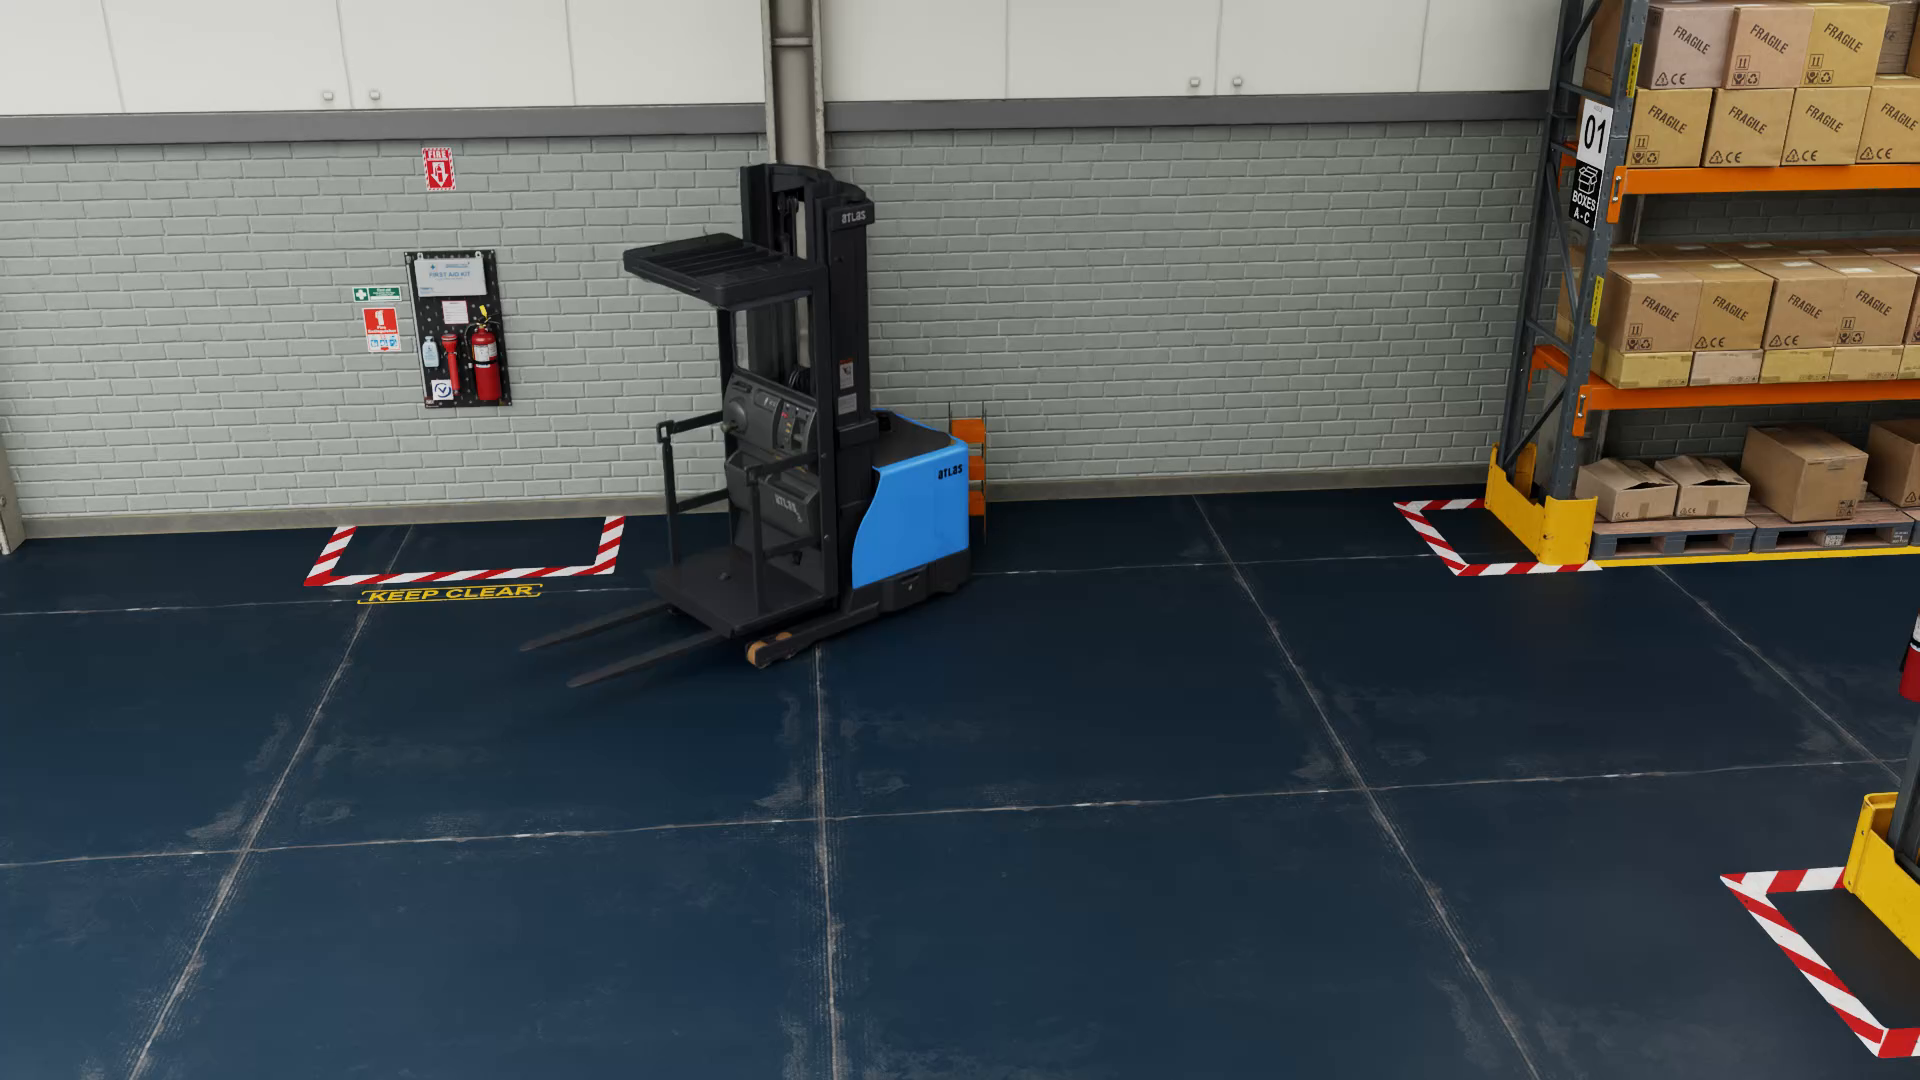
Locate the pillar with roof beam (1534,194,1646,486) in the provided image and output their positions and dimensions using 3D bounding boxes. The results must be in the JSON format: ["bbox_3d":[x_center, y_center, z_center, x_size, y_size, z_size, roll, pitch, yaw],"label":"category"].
[{"bbox_3d":[5.251,-2.805,7.541,0.400,9.000,9.100,-2,24,-5],"label":"pillar with roof beam"}]

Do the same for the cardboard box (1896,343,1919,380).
[{"bbox_3d":[6.759,-1.342,11.796,0.500,0.250,0.500,-2,24,-5],"label":"cardboard box"}]

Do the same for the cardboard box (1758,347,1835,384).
[{"bbox_3d":[5.756,-1.302,11.706,0.500,0.250,0.500,-3,24,-6],"label":"cardboard box"}]

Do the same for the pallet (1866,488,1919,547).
[{"bbox_3d":[7.532,-0.270,12.658,1.213,0.211,1.003,-2,24,-5],"label":"pallet"}]

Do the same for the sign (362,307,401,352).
[{"bbox_3d":[-4.167,-1.516,11.985,0.234,0.329,0.001,-2,24,-5],"label":"sign"}]

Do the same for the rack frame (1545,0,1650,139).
[{"bbox_3d":[4.216,-4.167,10.606,0.127,3.000,1.000,-2,24,-5],"label":"rack frame"}]

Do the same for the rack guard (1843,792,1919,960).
[{"bbox_3d":[4.682,1.720,7.826,0.348,0.500,1.175,-2,24,-5],"label":"rack guard"}]

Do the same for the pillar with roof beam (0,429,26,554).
[{"bbox_3d":[-6.691,-2.326,6.463,0.400,9.000,9.100,-2,24,-5],"label":"pillar with roof beam"}]

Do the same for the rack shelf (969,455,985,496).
[{"bbox_3d":[0.053,-0.472,12.106,0.240,0.259,0.215,-2,24,-5],"label":"rack shelf"}]

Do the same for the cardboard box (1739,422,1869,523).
[{"bbox_3d":[6.215,-0.508,12.295,0.500,0.500,0.700,-4,24,-8],"label":"cardboard box"}]

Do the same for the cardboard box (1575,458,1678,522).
[{"bbox_3d":[4.913,-0.389,12.262,0.500,0.311,0.500,-5,24,-11],"label":"cardboard box"}]

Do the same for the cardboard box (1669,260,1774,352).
[{"bbox_3d":[5.213,-1.622,11.504,0.500,0.500,0.500,-2,24,-5],"label":"cardboard box"}]

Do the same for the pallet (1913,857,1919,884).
[{"bbox_3d":[5.463,1.803,7.994,1.213,0.211,1.003,-2,24,-5],"label":"pallet"}]

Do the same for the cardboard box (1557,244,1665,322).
[{"bbox_3d":[4.664,-1.814,11.935,0.500,0.500,0.500,-3,24,-6],"label":"cardboard box"}]

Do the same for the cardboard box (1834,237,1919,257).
[{"bbox_3d":[6.697,-1.898,12.123,0.500,0.500,0.500,-2,24,-4],"label":"cardboard box"}]

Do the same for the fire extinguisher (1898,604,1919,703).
[{"bbox_3d":[4.543,0.429,7.748,0.183,0.674,0.296,-2,24,-5],"label":"fire extinguisher"}]

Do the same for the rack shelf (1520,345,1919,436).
[{"bbox_3d":[6.206,-1.177,12.151,4.000,0.370,1.077,-2,24,-5],"label":"rack shelf"}]

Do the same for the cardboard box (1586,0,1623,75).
[{"bbox_3d":[4.619,-3.431,11.265,0.500,0.500,0.500,-1,24,-3],"label":"cardboard box"}]

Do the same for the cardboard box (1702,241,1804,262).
[{"bbox_3d":[5.680,-1.852,12.021,0.500,0.500,0.500,-3,24,-7],"label":"cardboard box"}]

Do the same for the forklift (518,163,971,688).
[{"bbox_3d":[-1.368,-0.772,10.438,3.031,2.935,1.130,-19,30,-37],"label":"forklift"}]

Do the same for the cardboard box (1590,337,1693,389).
[{"bbox_3d":[4.733,-1.257,11.606,0.500,0.250,0.500,-3,24,-7],"label":"cardboard box"}]

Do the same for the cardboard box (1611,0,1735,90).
[{"bbox_3d":[4.623,-3.225,10.802,0.500,0.500,0.500,-4,24,-9],"label":"cardboard box"}]

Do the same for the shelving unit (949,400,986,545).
[{"bbox_3d":[0.053,-0.482,12.102,0.252,1.050,0.215,-2,24,-5],"label":"shelving unit"}]

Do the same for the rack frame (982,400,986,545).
[{"bbox_3d":[0.175,-0.487,12.113,0.008,1.050,0.200,-2,24,-5],"label":"rack frame"}]

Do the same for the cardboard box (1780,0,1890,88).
[{"bbox_3d":[5.636,-3.250,10.857,0.500,0.500,0.500,-2,24,-4],"label":"cardboard box"}]

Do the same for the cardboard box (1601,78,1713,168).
[{"bbox_3d":[4.573,-2.764,10.994,0.500,0.500,0.500,-2,24,-4],"label":"cardboard box"}]

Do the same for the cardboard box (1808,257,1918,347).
[{"bbox_3d":[6.241,-1.666,11.602,0.500,0.500,0.500,-2,24,-3],"label":"cardboard box"}]

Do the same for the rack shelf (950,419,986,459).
[{"bbox_3d":[0.053,-0.732,11.991,0.240,0.259,0.215,-2,24,-5],"label":"rack shelf"}]

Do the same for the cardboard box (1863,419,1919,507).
[{"bbox_3d":[7.167,-0.587,12.473,0.500,0.500,0.500,-4,24,-9],"label":"cardboard box"}]

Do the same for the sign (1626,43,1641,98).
[{"bbox_3d":[4.269,-2.977,10.545,0.005,0.325,0.100,-2,24,-5],"label":"sign"}]

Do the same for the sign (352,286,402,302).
[{"bbox_3d":[-4.162,-1.755,11.870,0.331,0.109,0.001,-2,24,-5],"label":"sign"}]

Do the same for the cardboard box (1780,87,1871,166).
[{"bbox_3d":[5.627,-2.793,11.060,0.500,0.500,0.500,-1,24,-3],"label":"cardboard box"}]
